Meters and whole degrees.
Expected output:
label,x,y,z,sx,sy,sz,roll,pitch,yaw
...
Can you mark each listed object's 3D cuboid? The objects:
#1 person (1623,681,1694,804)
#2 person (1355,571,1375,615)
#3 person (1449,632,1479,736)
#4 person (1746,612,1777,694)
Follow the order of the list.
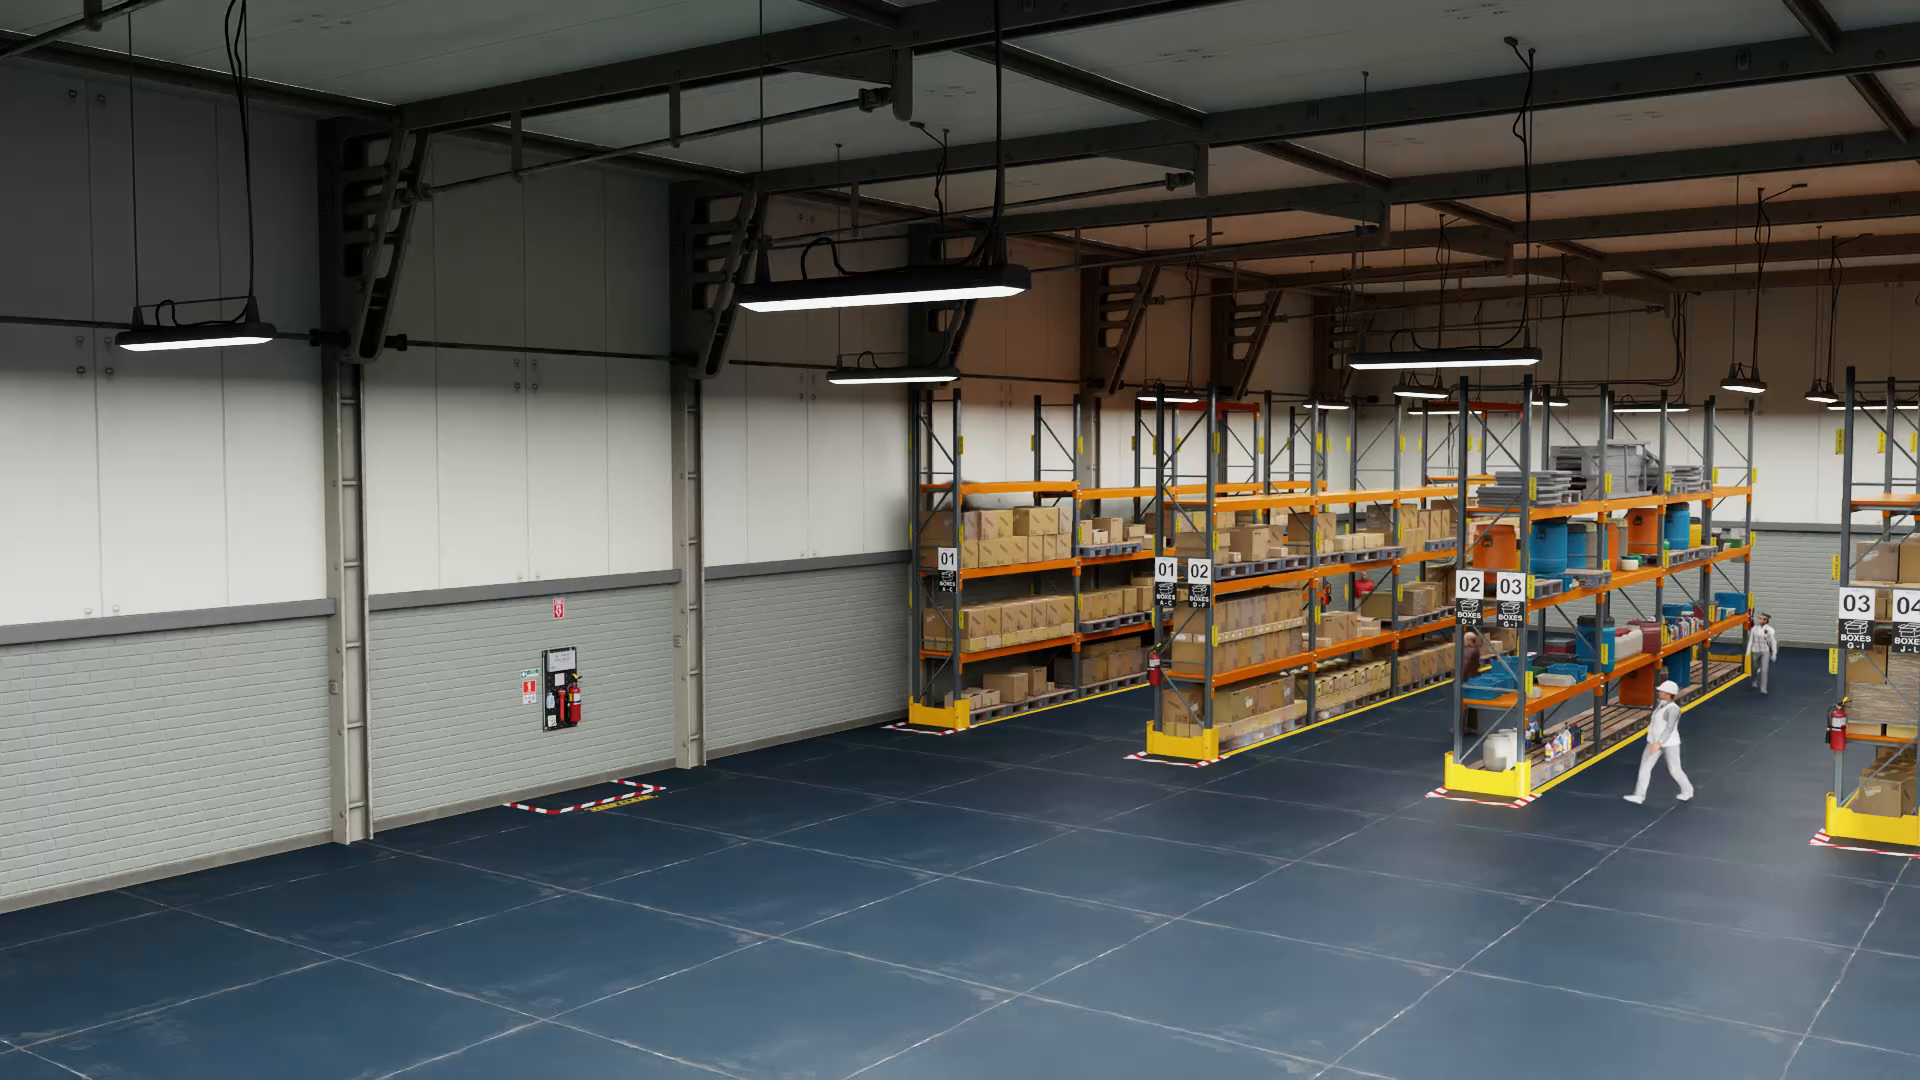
label,x,y,z,sx,sy,sz,roll,pitch,yaw
person,9.759,2.818,23.093,1.064,1.725,0.480,-2,4,-27
person,10.603,1.663,43.571,0.535,1.713,0.706,0,3,0
person,8.701,2.478,28.729,0.469,1.785,0.629,3,4,41
person,16.192,2.264,33.598,0.561,1.643,0.946,2,4,26
